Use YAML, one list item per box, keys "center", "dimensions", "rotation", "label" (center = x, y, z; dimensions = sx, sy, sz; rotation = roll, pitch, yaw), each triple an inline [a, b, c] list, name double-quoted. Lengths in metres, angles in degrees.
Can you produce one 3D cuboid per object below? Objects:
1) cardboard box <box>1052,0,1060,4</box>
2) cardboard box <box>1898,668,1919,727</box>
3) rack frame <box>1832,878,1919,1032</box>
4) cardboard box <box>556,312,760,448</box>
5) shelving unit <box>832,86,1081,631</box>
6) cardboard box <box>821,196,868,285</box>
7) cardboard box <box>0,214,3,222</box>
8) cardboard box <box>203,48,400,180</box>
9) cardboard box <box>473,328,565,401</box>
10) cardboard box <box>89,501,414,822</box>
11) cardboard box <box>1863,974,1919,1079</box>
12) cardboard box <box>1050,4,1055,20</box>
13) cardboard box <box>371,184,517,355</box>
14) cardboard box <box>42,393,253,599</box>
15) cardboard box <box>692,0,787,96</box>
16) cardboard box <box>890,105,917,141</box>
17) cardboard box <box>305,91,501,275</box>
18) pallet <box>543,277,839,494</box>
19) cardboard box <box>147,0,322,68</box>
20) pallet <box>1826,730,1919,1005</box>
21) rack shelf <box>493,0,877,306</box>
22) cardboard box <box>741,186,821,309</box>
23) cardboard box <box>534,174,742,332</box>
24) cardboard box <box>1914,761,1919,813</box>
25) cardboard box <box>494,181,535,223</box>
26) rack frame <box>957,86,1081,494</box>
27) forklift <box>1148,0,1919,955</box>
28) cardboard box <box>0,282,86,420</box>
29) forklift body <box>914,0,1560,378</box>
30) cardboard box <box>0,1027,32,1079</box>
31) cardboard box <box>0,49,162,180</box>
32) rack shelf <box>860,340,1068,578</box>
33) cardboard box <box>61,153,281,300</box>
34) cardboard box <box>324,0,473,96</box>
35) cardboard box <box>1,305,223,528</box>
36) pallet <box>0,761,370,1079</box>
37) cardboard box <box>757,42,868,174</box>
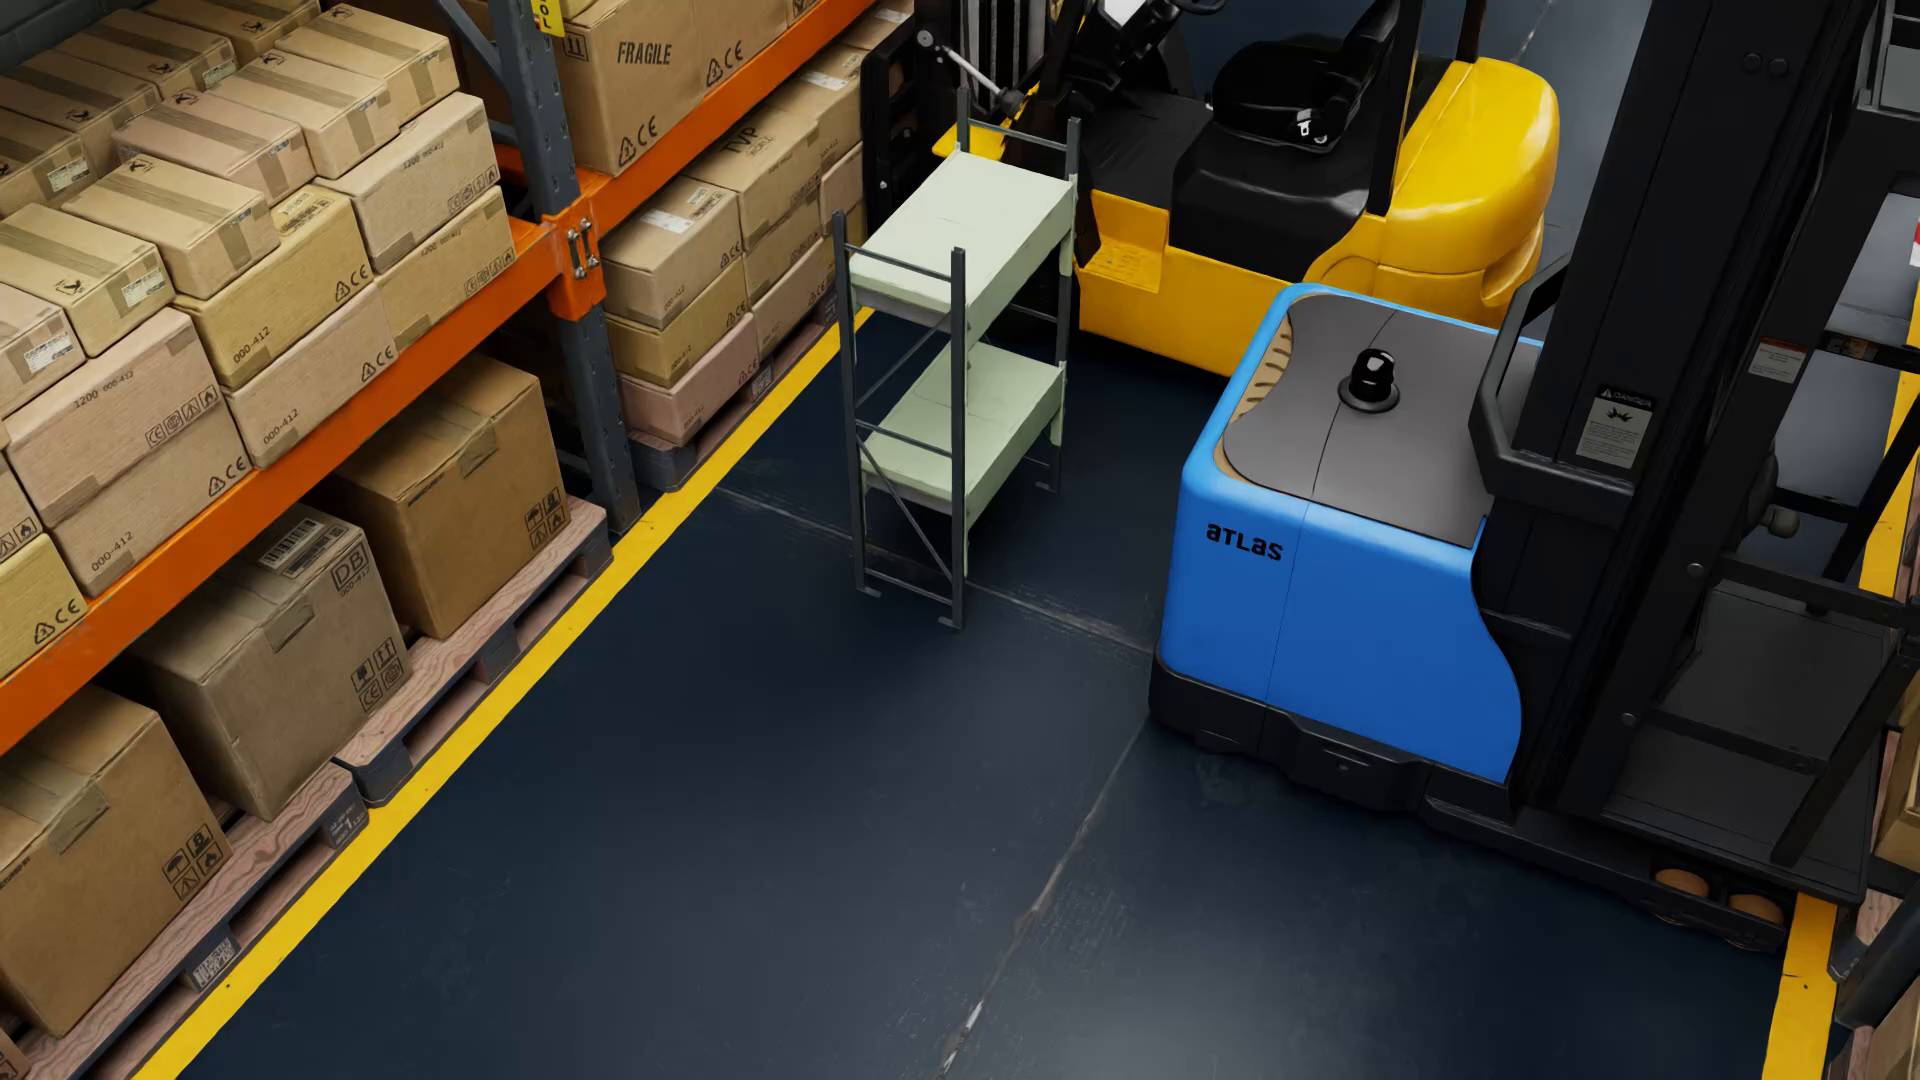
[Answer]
- center: [0.324, -2.732, 7.628]
  dimensions: [0.500, 0.250, 0.500]
  rotation: [20, 49, 19]
  label: "cardboard box"
- center: [3.089, 0.390, 4.894]
  dimensions: [0.500, 0.250, 0.500]
  rotation: [19, 48, 18]
  label: "cardboard box"
- center: [2.815, 0.371, 3.275]
  dimensions: [1.000, 3.000, 0.127]
  rotation: [20, 49, 19]
  label: "rack frame"
- center: [-1.066, -0.642, 5.914]
  dimensions: [0.500, 0.250, 0.500]
  rotation: [21, 49, 19]
  label: "cardboard box"
- center: [0.003, -0.531, 5.221]
  dimensions: [0.431, 1.500, 0.755]
  rotation: [20, 49, 19]
  label: "shelving unit"
- center: [-0.619, -1.296, 6.560]
  dimensions: [0.500, 0.250, 0.500]
  rotation: [21, 49, 20]
  label: "cardboard box"
- center: [-2.463, -0.753, 3.859]
  dimensions: [0.380, 0.149, 0.250]
  rotation: [20, 49, 19]
  label: "cardboard box"
- center: [-1.649, -1.072, 4.174]
  dimensions: [0.380, 0.149, 0.250]
  rotation: [20, 49, 18]
  label: "cardboard box"
- center: [-1.537, -0.819, 6.089]
  dimensions: [0.500, 0.250, 0.500]
  rotation: [21, 49, 19]
  label: "cardboard box"
- center: [-2.183, 0.240, 4.778]
  dimensions: [0.875, 0.625, 0.625]
  rotation: [20, 49, 19]
  label: "cardboard box"
- center: [2.573, 1.478, 3.732]
  dimensions: [0.950, 0.372, 0.625]
  rotation: [21, 49, 20]
  label: "cardboard box"
- center: [0.096, -2.256, 7.509]
  dimensions: [0.500, 0.250, 0.500]
  rotation: [20, 49, 19]
  label: "cardboard box"
- center: [-1.586, -0.809, 4.546]
  dimensions: [0.500, 0.250, 0.500]
  rotation: [22, 49, 20]
  label: "cardboard box"
- center: [-2.072, -0.188, 3.932]
  dimensions: [0.500, 0.250, 0.500]
  rotation: [21, 49, 19]
  label: "cardboard box"
- center: [-0.919, -1.828, 5.377]
  dimensions: [0.500, 0.500, 0.500]
  rotation: [21, 49, 20]
  label: "cardboard box"
- center: [-0.375, -1.774, 6.681]
  dimensions: [0.500, 0.250, 0.500]
  rotation: [20, 49, 19]
  label: "cardboard box"
- center: [-1.585, -0.995, 4.378]
  dimensions: [0.500, 0.250, 0.500]
  rotation: [19, 48, 18]
  label: "cardboard box"
- center: [-1.177, -0.773, 6.365]
  dimensions: [1.003, 0.211, 1.213]
  rotation: [20, 49, 19]
  label: "pallet"
- center: [-1.937, -1.378, 4.477]
  dimensions: [0.380, 0.149, 0.250]
  rotation: [19, 48, 18]
  label: "cardboard box"
- center: [3.095, 0.916, 4.696]
  dimensions: [1.003, 0.211, 1.213]
  rotation: [20, 49, 19]
  label: "pallet"
- center: [-0.655, -2.273, 6.393]
  dimensions: [1.077, 0.370, 4.000]
  rotation: [20, 49, 19]
  label: "rack shelf"
- center: [-0.854, -1.143, 6.057]
  dimensions: [0.500, 0.250, 0.500]
  rotation: [20, 49, 19]
  label: "cardboard box"
- center: [-1.081, -0.999, 5.564]
  dimensions: [0.500, 0.250, 0.500]
  rotation: [20, 49, 18]
  label: "cardboard box"
- center: [2.852, 0.465, 4.292]
  dimensions: [0.500, 0.500, 0.500]
  rotation: [20, 49, 19]
  label: "cardboard box"
- center: [-1.526, -1.172, 5.734]
  dimensions: [0.500, 0.250, 0.500]
  rotation: [21, 49, 20]
  label: "cardboard box"
- center: [0.173, -0.762, 5.449]
  dimensions: [0.400, 1.500, 0.023]
  rotation: [20, 49, 19]
  label: "rack frame"
- center: [2.142, -0.325, 4.010]
  dimensions: [3.031, 2.935, 1.130]
  rotation: [18, 48, 17]
  label: "forklift"
- center: [-2.112, -0.426, 3.535]
  dimensions: [0.380, 0.149, 0.250]
  rotation: [21, 49, 19]
  label: "cardboard box"
- center: [1.009, -1.690, 5.908]
  dimensions: [2.313, 2.155, 1.214]
  rotation: [20, 49, 19]
  label: "forklift body"
- center: [-2.842, 1.139, 3.890]
  dimensions: [0.875, 0.625, 0.625]
  rotation: [22, 49, 20]
  label: "cardboard box"
- center: [-2.224, -1.069, 4.172]
  dimensions: [0.380, 0.149, 0.250]
  rotation: [20, 49, 19]
  label: "cardboard box"
- center: [0.003, -0.302, 5.453]
  dimensions: [0.431, 0.370, 0.720]
  rotation: [20, 49, 19]
  label: "rack shelf"
- center: [-1.814, -0.725, 3.832]
  dimensions: [0.380, 0.149, 0.250]
  rotation: [19, 48, 18]
  label: "cardboard box"
- center: [-1.614, -1.673, 5.224]
  dimensions: [0.500, 0.500, 0.500]
  rotation: [20, 49, 19]
  label: "cardboard box"
- center: [-2.060, -0.348, 3.739]
  dimensions: [0.500, 0.250, 0.500]
  rotation: [21, 49, 20]
  label: "cardboard box"
- center: [-2.456, 0.963, 4.650]
  dimensions: [1.003, 0.211, 1.213]
  rotation: [20, 49, 19]
  label: "pallet"
- center: [-0.614, -1.635, 6.192]
  dimensions: [0.500, 0.250, 0.500]
  rotation: [22, 49, 20]
  label: "cardboard box"
